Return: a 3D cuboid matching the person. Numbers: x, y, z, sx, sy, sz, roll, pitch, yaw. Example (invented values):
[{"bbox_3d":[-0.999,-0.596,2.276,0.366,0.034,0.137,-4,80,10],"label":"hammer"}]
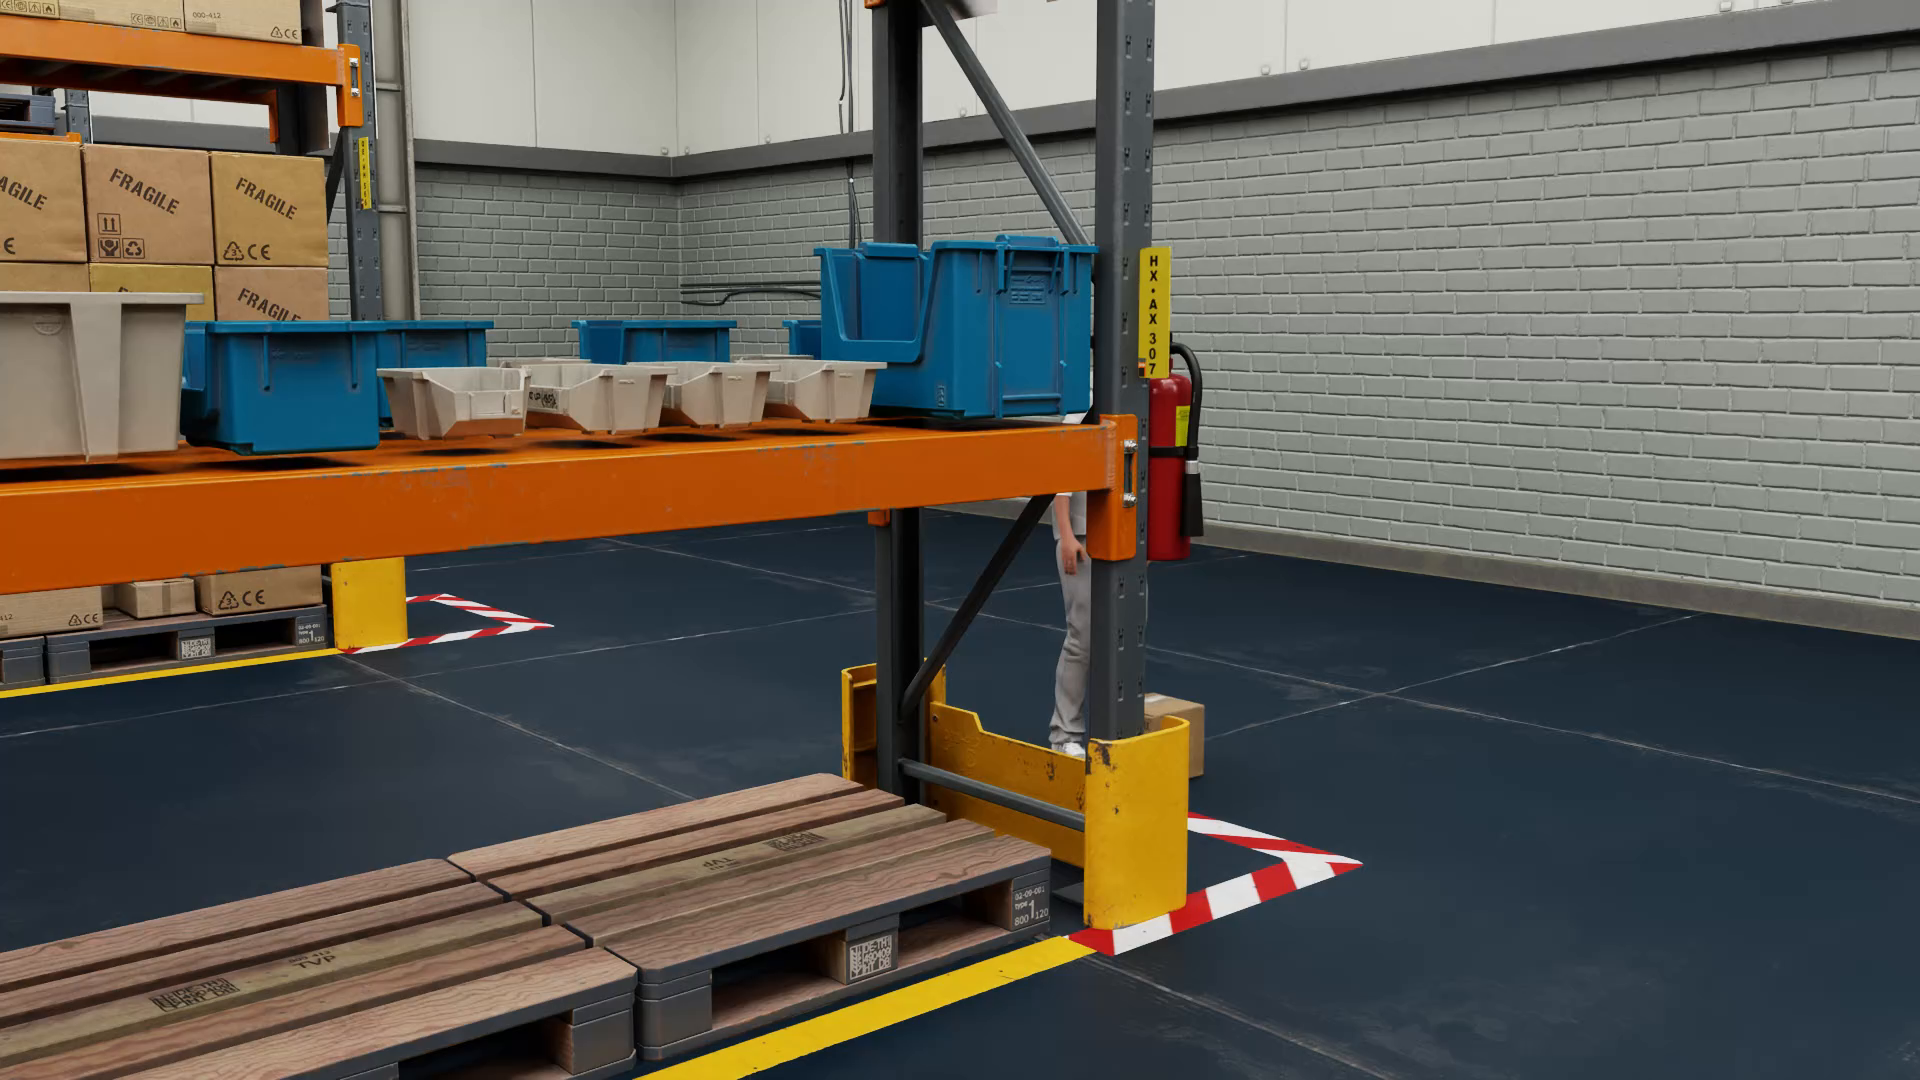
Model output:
[{"bbox_3d":[0.514,0.001,5.835,0.461,1.590,0.319,-6,10,-39],"label":"person"}]
